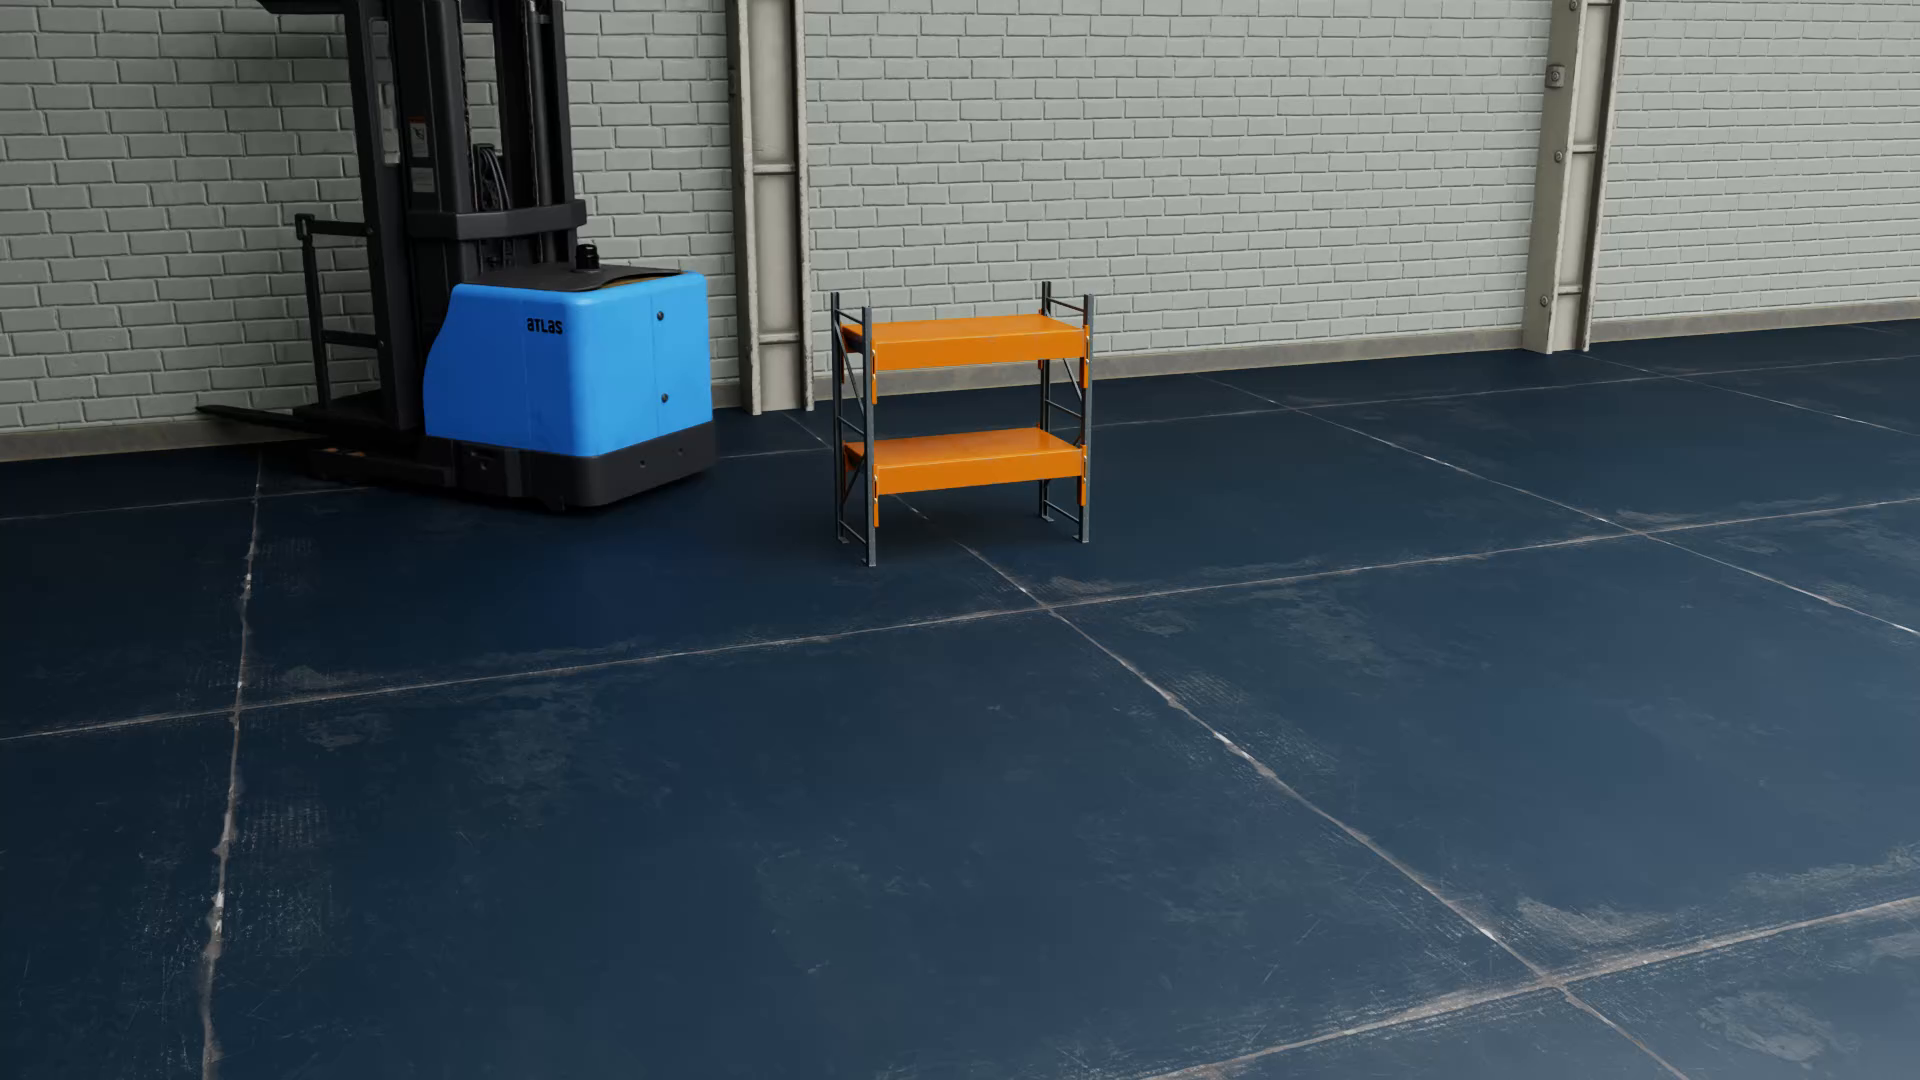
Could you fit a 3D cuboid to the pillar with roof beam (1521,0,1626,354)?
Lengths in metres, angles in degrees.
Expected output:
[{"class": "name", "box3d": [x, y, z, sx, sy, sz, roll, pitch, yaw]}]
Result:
[{"class": "pillar with roof beam", "box3d": [5.998, -4.618, 7.353, 0.400, 9.000, 9.100, -6, 17, -20]}]

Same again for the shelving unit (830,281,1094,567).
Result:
[{"class": "shelving unit", "box3d": [0.006, -0.540, 7.442, 1.048, 1.125, 0.538, -6, 17, -20]}]

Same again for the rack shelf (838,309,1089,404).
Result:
[{"class": "rack shelf", "box3d": [0.006, -0.821, 7.360, 1.000, 0.278, 0.538, -6, 17, -20]}]

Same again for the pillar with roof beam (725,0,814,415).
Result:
[{"class": "pillar with roof beam", "box3d": [0.395, -4.013, 5.293, 0.400, 9.000, 9.100, -6, 17, -20]}]

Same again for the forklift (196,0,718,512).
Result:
[{"class": "forklift", "box3d": [-2.809, -1.817, 8.582, 3.031, 2.935, 1.130, 9, 18, 27]}]

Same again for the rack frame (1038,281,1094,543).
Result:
[{"class": "rack frame", "box3d": [0.481, -0.592, 7.617, 0.032, 1.125, 0.500, -6, 17, -20]}]

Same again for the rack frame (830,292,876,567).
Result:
[{"class": "rack frame", "box3d": [-0.468, -0.489, 7.268, 0.032, 1.125, 0.500, -6, 17, -20]}]

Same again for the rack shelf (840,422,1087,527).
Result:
[{"class": "rack shelf", "box3d": [0.006, -0.306, 7.511, 1.000, 0.278, 0.538, -6, 17, -20]}]
